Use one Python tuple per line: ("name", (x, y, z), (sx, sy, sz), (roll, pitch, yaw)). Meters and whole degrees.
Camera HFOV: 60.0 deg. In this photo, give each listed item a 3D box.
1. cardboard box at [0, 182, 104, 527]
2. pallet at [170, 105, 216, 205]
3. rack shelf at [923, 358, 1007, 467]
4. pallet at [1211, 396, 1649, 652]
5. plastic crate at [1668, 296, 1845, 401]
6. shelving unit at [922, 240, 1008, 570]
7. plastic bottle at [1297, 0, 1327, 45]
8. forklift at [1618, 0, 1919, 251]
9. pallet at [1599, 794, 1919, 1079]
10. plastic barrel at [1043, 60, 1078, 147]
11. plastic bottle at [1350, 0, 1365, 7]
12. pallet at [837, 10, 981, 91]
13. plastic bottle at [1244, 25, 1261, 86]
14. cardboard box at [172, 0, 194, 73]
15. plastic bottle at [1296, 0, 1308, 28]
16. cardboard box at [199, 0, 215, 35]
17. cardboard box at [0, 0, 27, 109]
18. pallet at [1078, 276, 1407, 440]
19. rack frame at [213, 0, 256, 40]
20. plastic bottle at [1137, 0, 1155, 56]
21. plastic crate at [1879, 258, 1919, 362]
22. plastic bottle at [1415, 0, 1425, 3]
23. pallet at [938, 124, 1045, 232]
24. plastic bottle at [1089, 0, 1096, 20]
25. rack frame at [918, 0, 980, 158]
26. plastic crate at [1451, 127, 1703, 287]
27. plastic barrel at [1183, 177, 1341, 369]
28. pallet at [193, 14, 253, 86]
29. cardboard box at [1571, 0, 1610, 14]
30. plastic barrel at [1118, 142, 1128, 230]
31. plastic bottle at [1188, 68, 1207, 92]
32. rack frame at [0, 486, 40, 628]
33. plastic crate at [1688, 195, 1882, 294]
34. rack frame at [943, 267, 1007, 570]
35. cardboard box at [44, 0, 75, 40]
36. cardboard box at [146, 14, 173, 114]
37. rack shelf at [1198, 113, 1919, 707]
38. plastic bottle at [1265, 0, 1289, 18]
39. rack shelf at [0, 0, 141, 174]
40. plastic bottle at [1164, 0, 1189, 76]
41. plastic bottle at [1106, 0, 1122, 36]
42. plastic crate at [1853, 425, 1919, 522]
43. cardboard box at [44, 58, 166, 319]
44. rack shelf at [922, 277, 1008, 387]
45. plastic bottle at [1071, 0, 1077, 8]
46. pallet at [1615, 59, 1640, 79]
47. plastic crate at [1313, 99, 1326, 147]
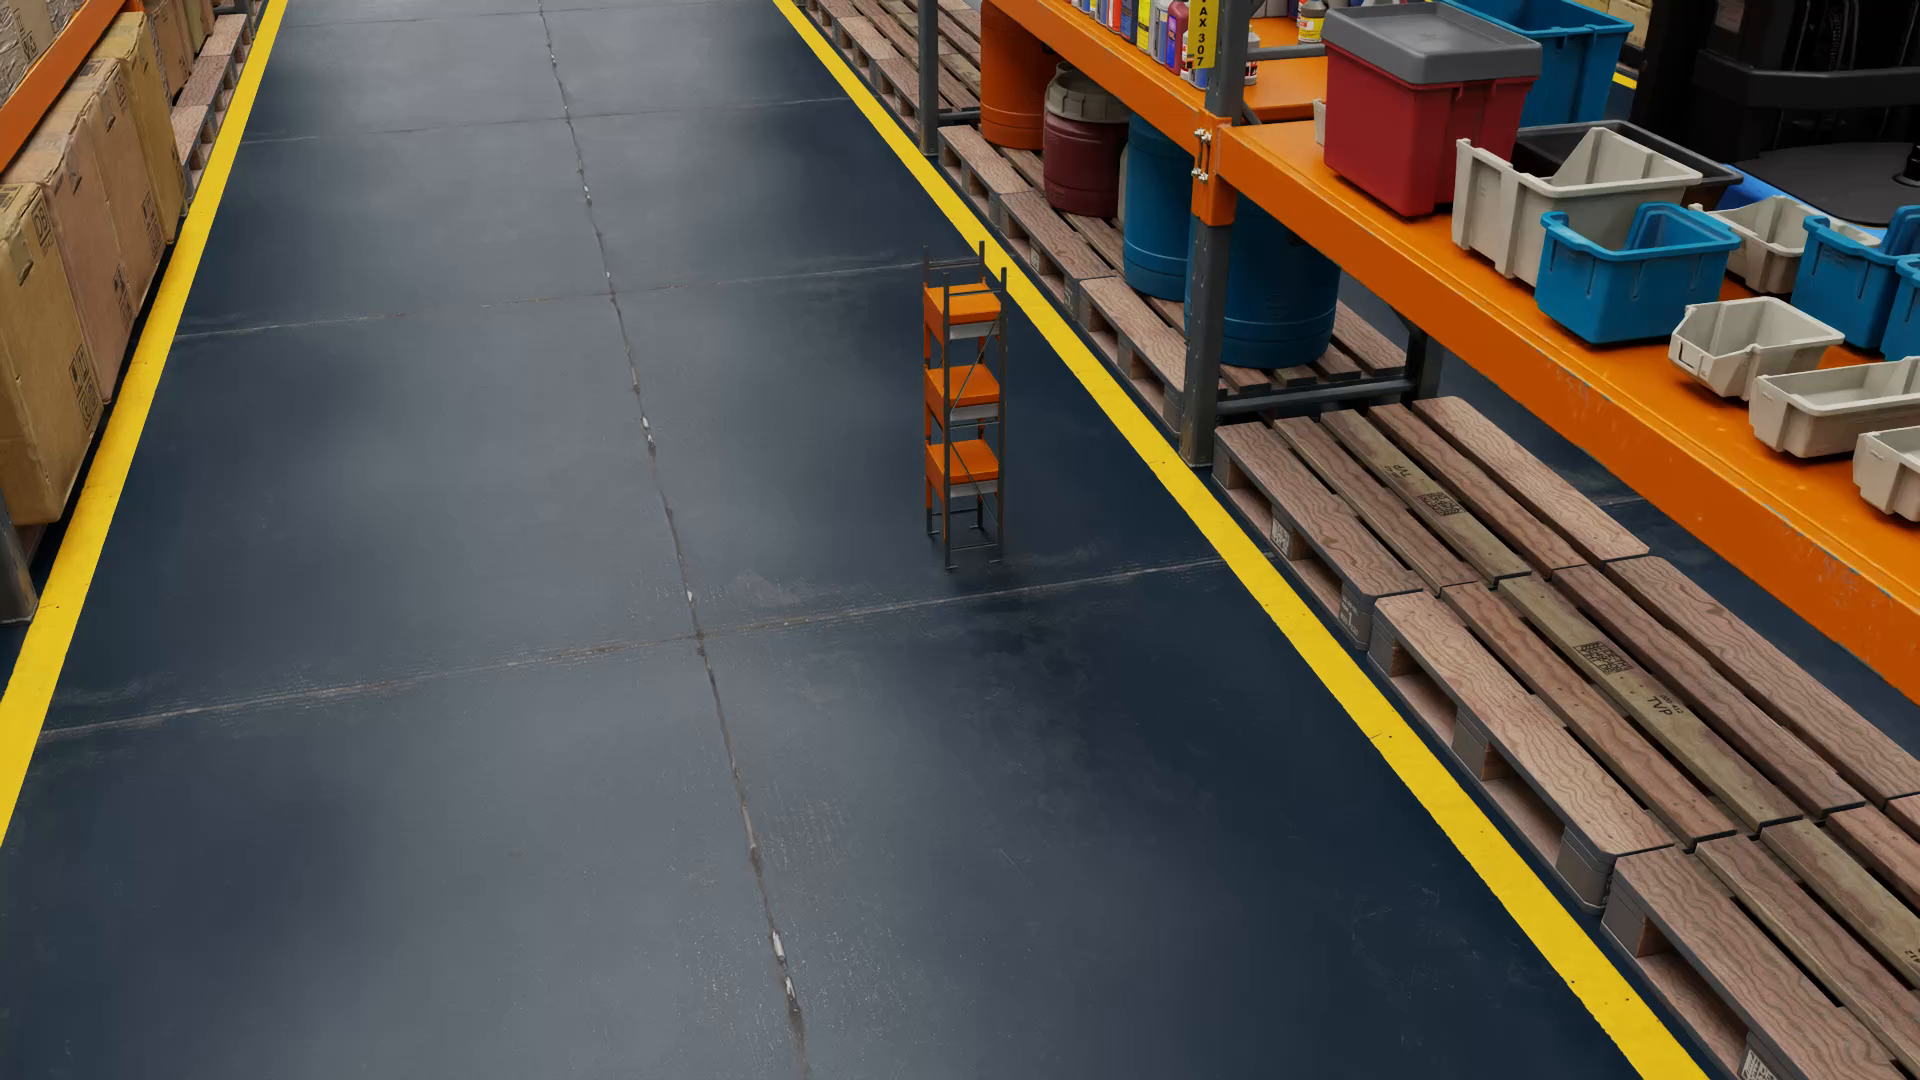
("cardboard box", (-3.640, -0.564, 5.432), (1.225, 0.875, 0.875), (-8, 31, -13))
("pallet", (-4.719, -2.098, 9.165), (1.003, 0.211, 1.213), (-8, 31, -13))
("rack shelf", (0.014, -0.419, 5.448), (0.215, 0.259, 0.240), (-8, 31, -13))
("pallet", (1.557, -0.097, 5.707), (1.003, 0.211, 1.213), (-8, 31, -13))
("plastic crate", (1.738, -0.418, 3.680), (0.298, 0.136, 0.250), (-8, 31, -13))
("shelving unit", (0.014, -0.429, 5.442), (0.215, 1.050, 0.252), (-8, 31, -13))
("plastic bottle", (1.356, -1.994, 6.398), (0.097, 0.201, 0.097), (0, 30, 0))
("forklift", (3.041, -2.078, 6.414), (1.130, 2.935, 3.031), (-6, 31, -10))
("pallet", (2.205, 1.081, 3.671), (1.003, 0.211, 1.213), (-8, 31, -13))
("plastic barrel", (0.645, -2.196, 8.614), (0.421, 0.512, 0.421), (0, 30, 0))
("plastic bottle", (1.529, -1.997, 6.334), (0.097, 0.271, 0.097), (0, 30, 0))
("pallet", (-0.226, -3.347, 11.321), (1.003, 0.211, 1.213), (-8, 31, -13))
("plastic bottle", (1.023, -1.741, 5.962), (0.097, 0.201, 0.097), (0, 30, 0))
("cardboard box", (-5.175, -3.166, 10.281), (0.700, 0.500, 0.500), (-11, 32, -18))
("plastic bottle", (1.416, -2.173, 6.708), (0.097, 0.201, 0.097), (0, 30, 0))
("cardboard box", (-5.432, -3.669, 11.150), (0.700, 0.500, 0.500), (-10, 32, -17))
("cardboard box", (-3.599, -1.779, 5.729), (0.500, 0.500, 0.500), (-9, 31, -14))
("pallet", (1.160, -0.826, 6.966), (1.003, 0.211, 1.213), (-8, 31, -13))
("rack frame", (-5.574, -4.859, 11.151), (1.000, 3.000, 0.127), (-8, 31, -13))
("plastic bottle", (0.765, -2.033, 6.318), (0.144, 0.351, 0.185), (-8, 31, -13))
("plastic crate", (2.288, -0.475, 3.683), (0.416, 0.233, 0.300), (-8, 31, -13))
("plastic bottle", (1.638, -1.838, 6.047), (0.061, 0.283, 0.133), (-8, 31, -13))
("pallet", (0.512, -2.004, 9.002), (1.003, 0.211, 1.213), (-8, 31, -13))
("plastic bottle", (0.584, -2.253, 6.846), (0.097, 0.201, 0.097), (0, 30, 0))
("rack frame", (0.263, -3.586, 8.951), (1.000, 3.000, 0.127), (-8, 31, -13))
("plastic crate", (1.552, -0.867, 4.312), (0.437, 0.282, 0.530), (-8, 31, -13))
("plastic barrel", (1.196, -1.193, 6.492), (0.600, 0.901, 0.708), (-8, 31, -13))
("pallet", (-5.366, -3.277, 11.201), (1.003, 0.211, 1.213), (-8, 31, -13))
("cardboard box", (4.524, -3.705, 11.482), (0.500, 0.250, 0.500), (-8, 31, -14))
("plastic barrel", (0.945, -1.651, 7.672), (0.421, 0.512, 0.421), (0, 30, 0))
("plastic bottle", (0.908, -1.748, 5.899), (0.152, 0.276, 0.135), (-8, 31, -13))
("rack frame", (-3.451, -0.996, 4.476), (1.000, 3.000, 0.127), (-8, 31, -13))
("plastic crate", (2.076, -0.765, 4.281), (0.293, 0.136, 0.466), (-8, 31, -13))
("rack frame", (0.047, -0.370, 5.341), (0.200, 1.050, 0.008), (-8, 31, -13))
("cardboard box", (-3.875, -2.273, 6.584), (0.500, 0.500, 0.500), (-9, 31, -15))
("cardboard box", (-4.869, -2.623, 9.344), (0.700, 0.500, 0.500), (-10, 32, -17))
("rack shelf", (1.855, -0.377, 4.125), (1.077, 0.370, 4.000), (-8, 31, -13))
("plastic bottle", (1.323, -2.322, 6.891), (0.152, 0.276, 0.135), (-8, 31, -13))
("rack shelf", (-3.982, -1.650, 6.325), (1.077, 0.370, 4.000), (-8, 31, -13))
("plastic bottle", (0.803, -1.857, 6.080), (0.061, 0.283, 0.133), (-8, 31, -13))
("plastic bottle", (0.677, -2.168, 6.625), (0.152, 0.276, 0.135), (-8, 31, -13))
("plastic crate", (1.932, -0.146, 3.211), (0.396, 0.136, 0.243), (-8, 31, -13))
("cardboard box", (-4.120, -1.422, 6.914), (1.225, 0.875, 0.875), (-8, 31, -13))
("rack shelf", (0.014, -0.665, 5.305), (0.215, 0.259, 0.240), (-8, 31, -13))
("plastic bottle", (0.523, -2.365, 7.040), (0.097, 0.201, 0.097), (0, 30, 0))
("pallet", (4.858, -3.439, 11.481), (1.003, 0.211, 1.213), (-8, 31, -13))
("plastic crate", (1.310, -1.322, 5.243), (0.396, 0.136, 0.243), (-8, 31, -13))
